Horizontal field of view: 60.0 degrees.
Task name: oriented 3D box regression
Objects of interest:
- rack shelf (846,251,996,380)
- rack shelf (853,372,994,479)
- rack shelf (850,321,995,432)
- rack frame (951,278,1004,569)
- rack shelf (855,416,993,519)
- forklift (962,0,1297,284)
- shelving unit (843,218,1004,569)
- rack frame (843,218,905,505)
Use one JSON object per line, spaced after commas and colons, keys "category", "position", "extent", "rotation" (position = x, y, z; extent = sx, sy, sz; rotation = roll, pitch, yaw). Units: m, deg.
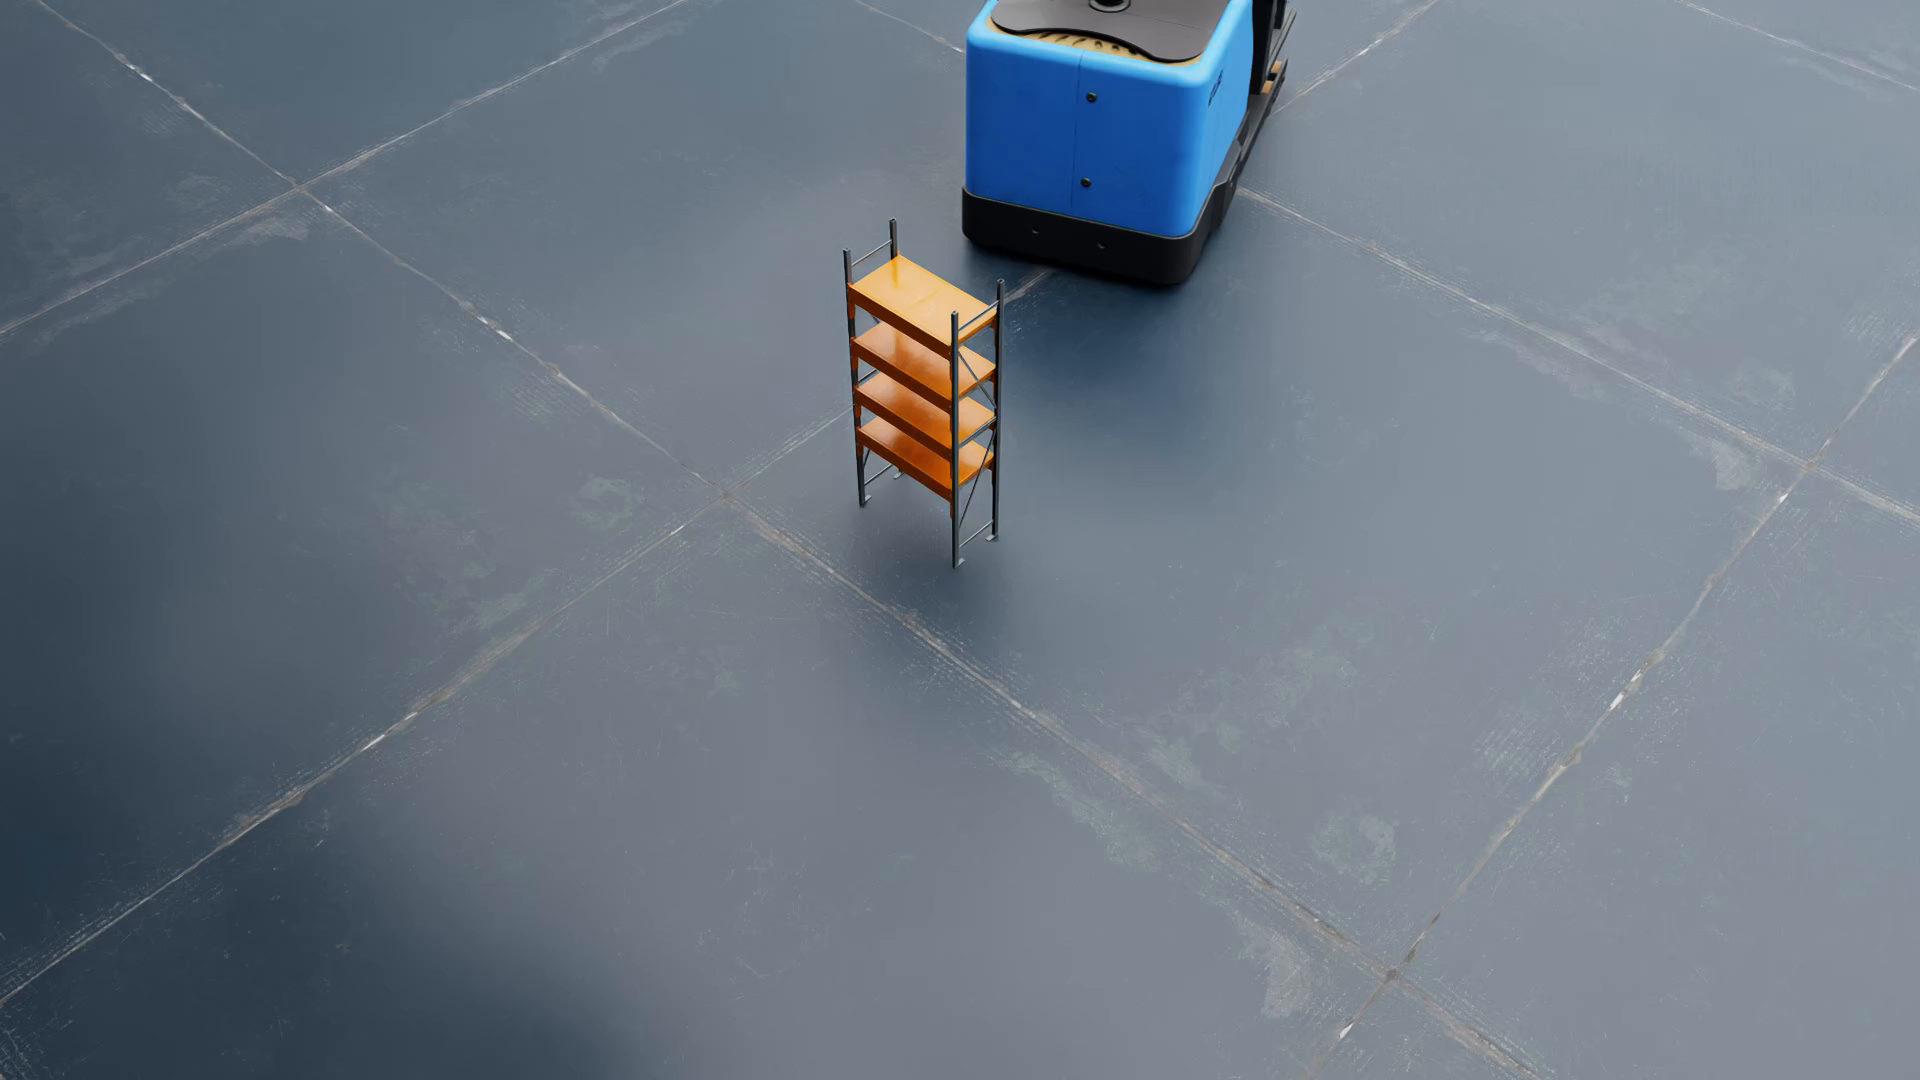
{"category": "rack shelf", "position": [-0.122, -0.762, 5.603], "extent": [0.480, 0.148, 0.258], "rotation": [34, 55, 28]}
{"category": "rack shelf", "position": [-0.122, -0.446, 5.938], "extent": [0.480, 0.148, 0.258], "rotation": [34, 55, 28]}
{"category": "rack shelf", "position": [-0.122, -0.600, 5.775], "extent": [0.480, 0.148, 0.258], "rotation": [34, 55, 28]}
{"category": "rack frame", "position": [0.058, -0.372, 5.776], "extent": [0.015, 1.200, 0.240], "rotation": [34, 55, 28]}
{"category": "rack shelf", "position": [-0.122, -0.311, 6.083], "extent": [0.480, 0.148, 0.258], "rotation": [34, 55, 28]}
{"category": "forklift", "position": [0.997, -3.205, 7.249], "extent": [1.130, 2.935, 3.031], "rotation": [15, 49, 14]}
{"category": "shelving unit", "position": [-0.122, -0.493, 5.889], "extent": [0.503, 1.200, 0.258], "rotation": [34, 55, 28]}
{"category": "rack frame", "position": [-0.301, -0.613, 6.003], "extent": [0.015, 1.200, 0.240], "rotation": [34, 55, 28]}
